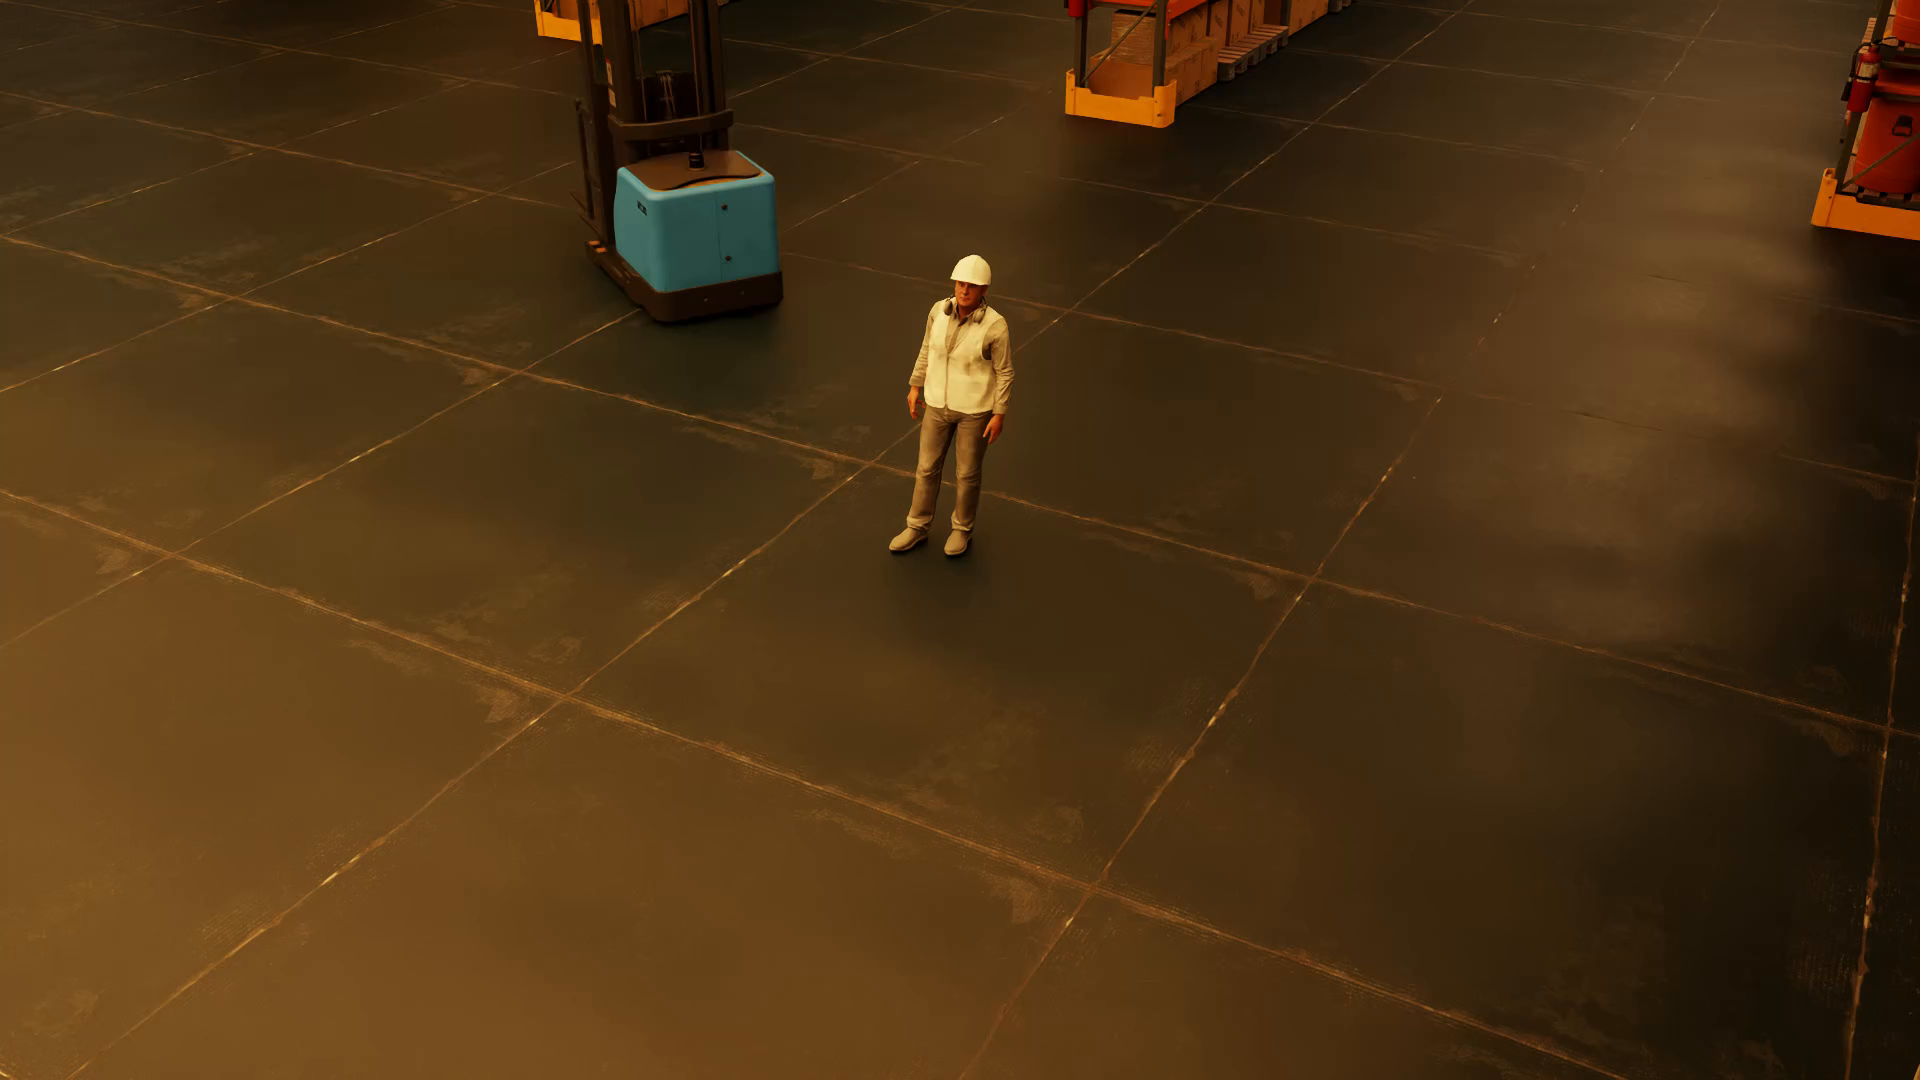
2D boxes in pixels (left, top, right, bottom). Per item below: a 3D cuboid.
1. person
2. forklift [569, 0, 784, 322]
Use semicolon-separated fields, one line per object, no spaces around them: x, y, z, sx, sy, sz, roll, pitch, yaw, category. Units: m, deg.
-0.037;-0.750;9.512;0.632;1.773;0.568;15;33;25;person
-2.530;-3.652;13.399;1.130;2.935;3.031;-15;33;-24;forklift
